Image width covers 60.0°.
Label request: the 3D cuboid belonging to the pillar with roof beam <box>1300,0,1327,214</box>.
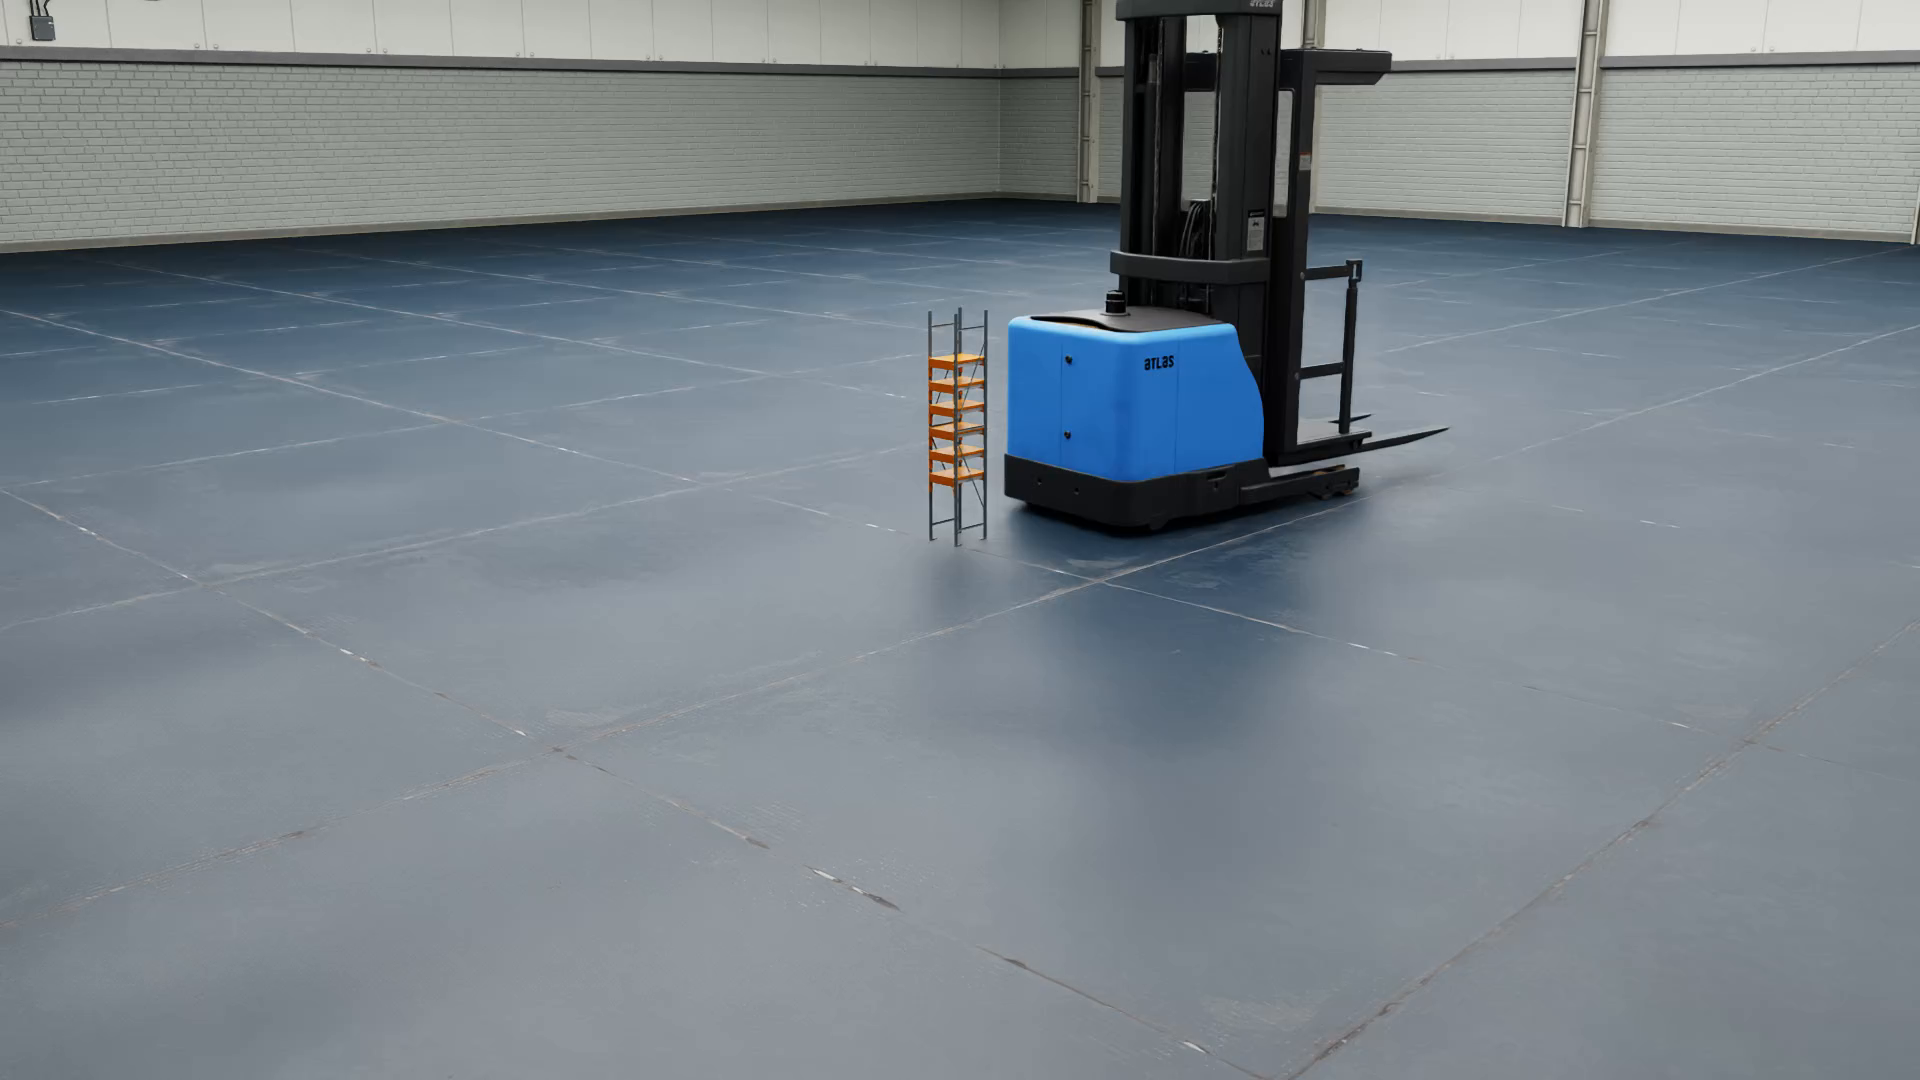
[{"bbox_3d":[4.363,-10.571,31.445,0.400,9.000,9.100,14,20,42],"label":"pillar with roof beam"}]

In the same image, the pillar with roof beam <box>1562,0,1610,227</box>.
[{"bbox_3d":[8.682,-9.521,27.415,0.400,9.000,9.100,14,20,42],"label":"pillar with roof beam"}]

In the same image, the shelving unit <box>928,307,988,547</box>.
[{"bbox_3d":[-0.010,-0.583,8.582,0.189,1.200,0.258,14,20,42],"label":"shelving unit"}]

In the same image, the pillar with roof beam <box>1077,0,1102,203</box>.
[{"bbox_3d":[0.044,-11.621,35.475,0.400,9.000,9.100,14,20,42],"label":"pillar with roof beam"}]

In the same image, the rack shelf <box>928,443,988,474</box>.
[{"bbox_3d":[-0.010,-0.424,8.623,0.180,0.103,0.258,14,20,42],"label":"rack shelf"}]

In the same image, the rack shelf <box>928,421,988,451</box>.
[{"bbox_3d":[-0.010,-0.540,8.593,0.180,0.103,0.258,14,20,42],"label":"rack shelf"}]

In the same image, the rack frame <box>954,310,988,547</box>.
[{"bbox_3d":[0.055,-0.567,8.520,0.006,1.200,0.240,14,20,42],"label":"rack frame"}]

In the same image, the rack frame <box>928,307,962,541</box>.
[{"bbox_3d":[-0.076,-0.599,8.643,0.006,1.200,0.240,14,20,42],"label":"rack frame"}]

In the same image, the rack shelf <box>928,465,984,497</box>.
[{"bbox_3d":[-0.010,-0.308,8.654,0.180,0.103,0.258,14,20,42],"label":"rack shelf"}]

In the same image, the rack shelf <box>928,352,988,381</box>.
[{"bbox_3d":[-0.010,-0.889,8.502,0.180,0.103,0.258,14,20,42],"label":"rack shelf"}]

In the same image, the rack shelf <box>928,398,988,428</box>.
[{"bbox_3d":[-0.010,-0.656,8.563,0.180,0.103,0.258,14,20,42],"label":"rack shelf"}]

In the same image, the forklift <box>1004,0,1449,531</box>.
[{"bbox_3d":[1.719,-1.746,9.612,3.031,2.935,1.130,-11,18,-37],"label":"forklift"}]

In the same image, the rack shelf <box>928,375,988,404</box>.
[{"bbox_3d":[-0.010,-0.772,8.533,0.180,0.103,0.258,14,20,42],"label":"rack shelf"}]

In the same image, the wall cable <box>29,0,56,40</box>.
[{"bbox_3d":[-13.434,-10.806,25.605,0.169,6.003,2.305,14,20,42],"label":"wall cable"}]

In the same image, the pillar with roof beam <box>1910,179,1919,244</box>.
[{"bbox_3d":[13.002,-8.470,23.385,0.400,9.000,9.100,14,20,42],"label":"pillar with roof beam"}]
